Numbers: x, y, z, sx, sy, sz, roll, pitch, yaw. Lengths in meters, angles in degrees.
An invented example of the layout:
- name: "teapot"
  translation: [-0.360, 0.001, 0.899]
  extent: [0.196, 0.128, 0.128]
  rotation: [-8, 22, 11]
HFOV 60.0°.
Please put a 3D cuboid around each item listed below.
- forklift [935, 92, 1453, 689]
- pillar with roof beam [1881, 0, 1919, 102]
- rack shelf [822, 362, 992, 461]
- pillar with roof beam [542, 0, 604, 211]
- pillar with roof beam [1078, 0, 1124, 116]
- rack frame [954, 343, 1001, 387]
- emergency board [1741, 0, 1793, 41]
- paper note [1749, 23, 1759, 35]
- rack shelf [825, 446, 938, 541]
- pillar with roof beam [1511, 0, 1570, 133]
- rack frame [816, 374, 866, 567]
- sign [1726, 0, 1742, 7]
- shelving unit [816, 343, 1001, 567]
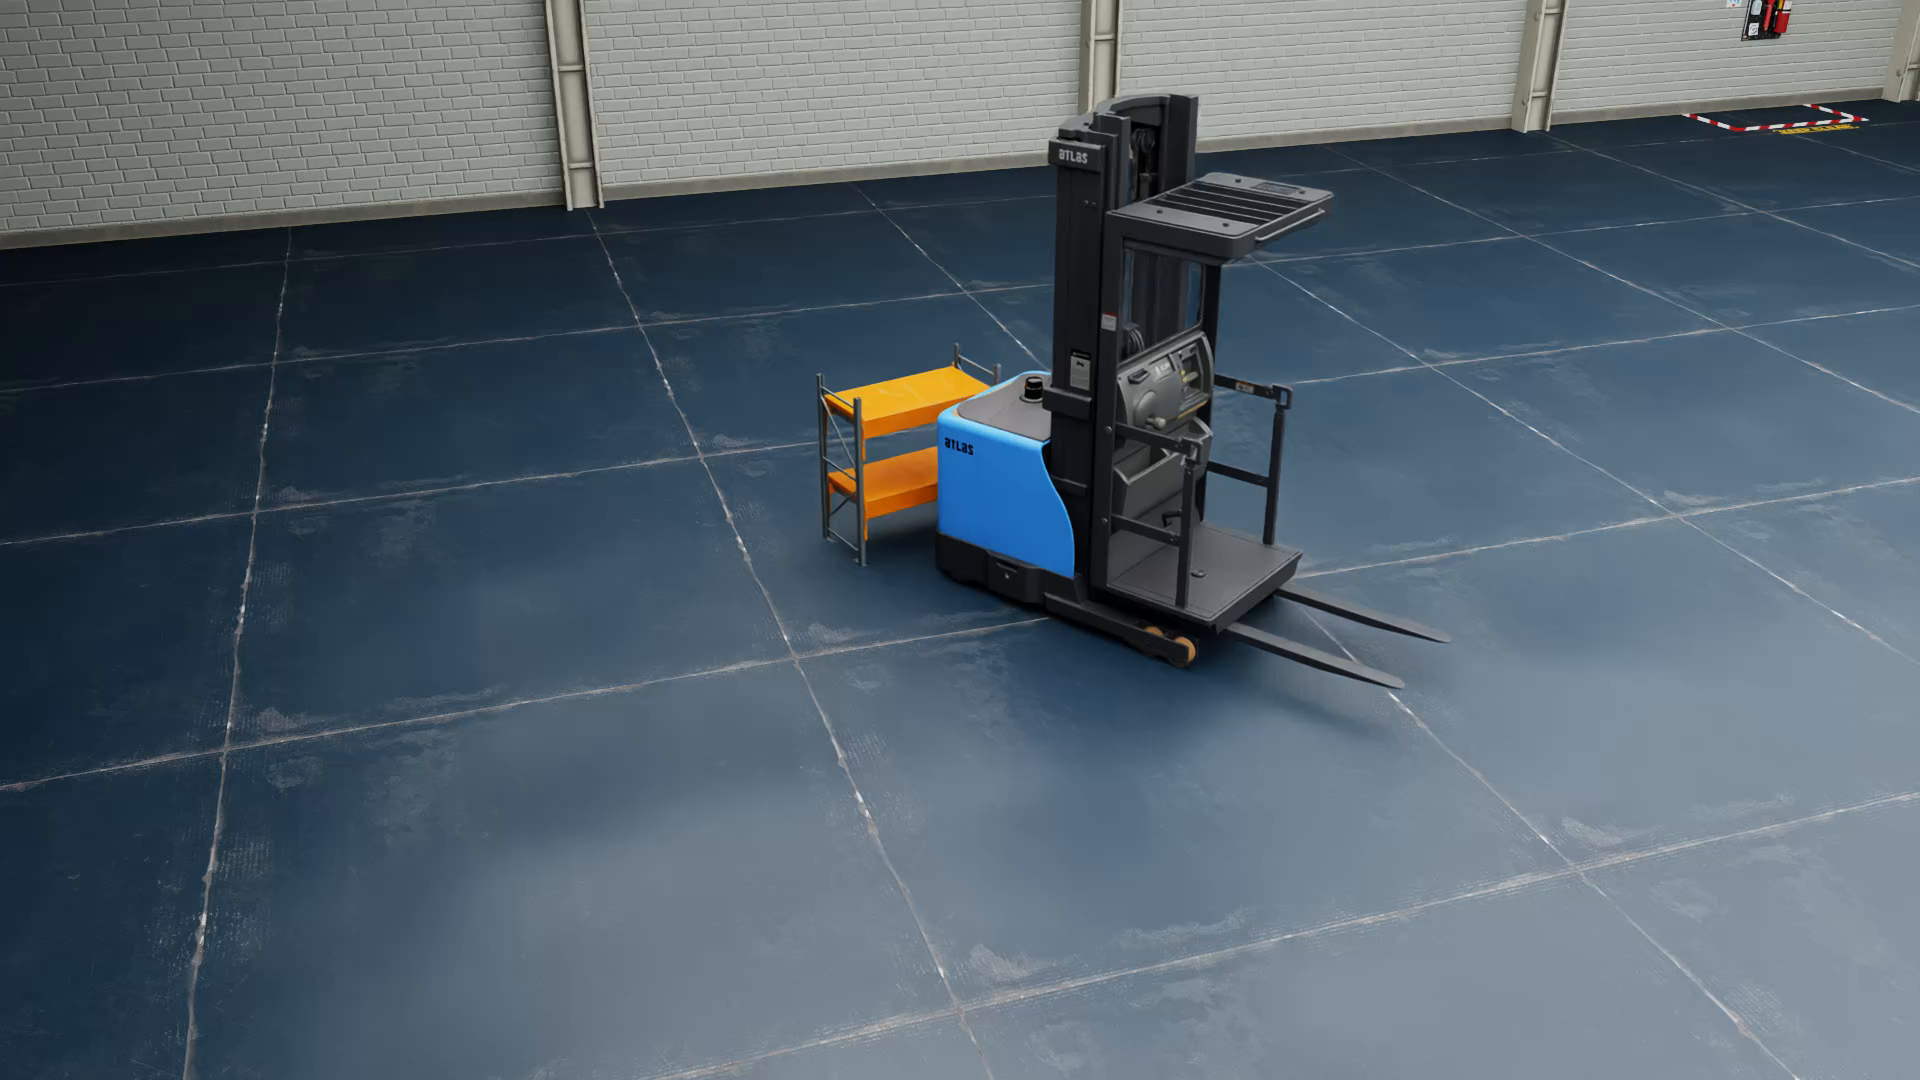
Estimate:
- name: "forklift"
  translation: [1.320, -0.869, 9.204]
  extent: [3.031, 2.935, 1.130]
  rotation: [19, 32, 34]
- name: "pillar with roof beam"
  translation: [14.364, -8.324, 17.398]
  extent: [0.400, 9.000, 9.100]
  rotation: [-8, 28, -16]
- name: "rack shelf"
  translation: [-0.315, -0.818, 10.474]
  extent: [1.000, 0.278, 0.538]
  rotation: [-16, 31, -30]
- name: "pillar with roof beam"
  translation: [-2.751, -5.846, 12.405]
  extent: [0.400, 9.000, 9.100]
  rotation: [-8, 28, -16]
- name: "pillar with roof beam"
  translation: [2.954, -6.672, 14.069]
  extent: [0.400, 9.000, 9.100]
  rotation: [-8, 28, -16]
- name: "rack frame"
  translation: [0.110, -0.680, 10.854]
  extent: [0.032, 1.125, 0.500]
  rotation: [-16, 31, -30]
- name: "emergency board"
  translation: [10.669, -7.133, 21.745]
  extent: [0.643, 1.169, 0.194]
  rotation: [-8, 28, -16]
- name: "paper note"
  translation: [10.480, -6.744, 21.951]
  extent: [0.142, 0.148, 0.016]
  rotation: [-8, 28, -16]
- name: "rack shelf"
  translation: [-0.315, -0.336, 10.713]
  extent: [1.000, 0.278, 0.538]
  rotation: [-16, 31, -30]
- name: "pillar with roof beam"
  translation: [8.659, -7.498, 15.734]
  extent: [0.400, 9.000, 9.100]
  rotation: [-8, 28, -16]
- name: "rack frame"
  translation: [-0.739, -0.431, 10.353]
  extent: [0.032, 1.125, 0.500]
  rotation: [-16, 31, -30]
- name: "sign"
  translation: [10.112, -7.117, 21.672]
  extent: [0.234, 0.329, 0.001]
  rotation: [-8, 28, -16]
- name: "shelving unit"
  translation: [-0.315, -0.555, 10.604]
  extent: [1.048, 1.125, 0.538]
  rotation: [-16, 31, -30]
